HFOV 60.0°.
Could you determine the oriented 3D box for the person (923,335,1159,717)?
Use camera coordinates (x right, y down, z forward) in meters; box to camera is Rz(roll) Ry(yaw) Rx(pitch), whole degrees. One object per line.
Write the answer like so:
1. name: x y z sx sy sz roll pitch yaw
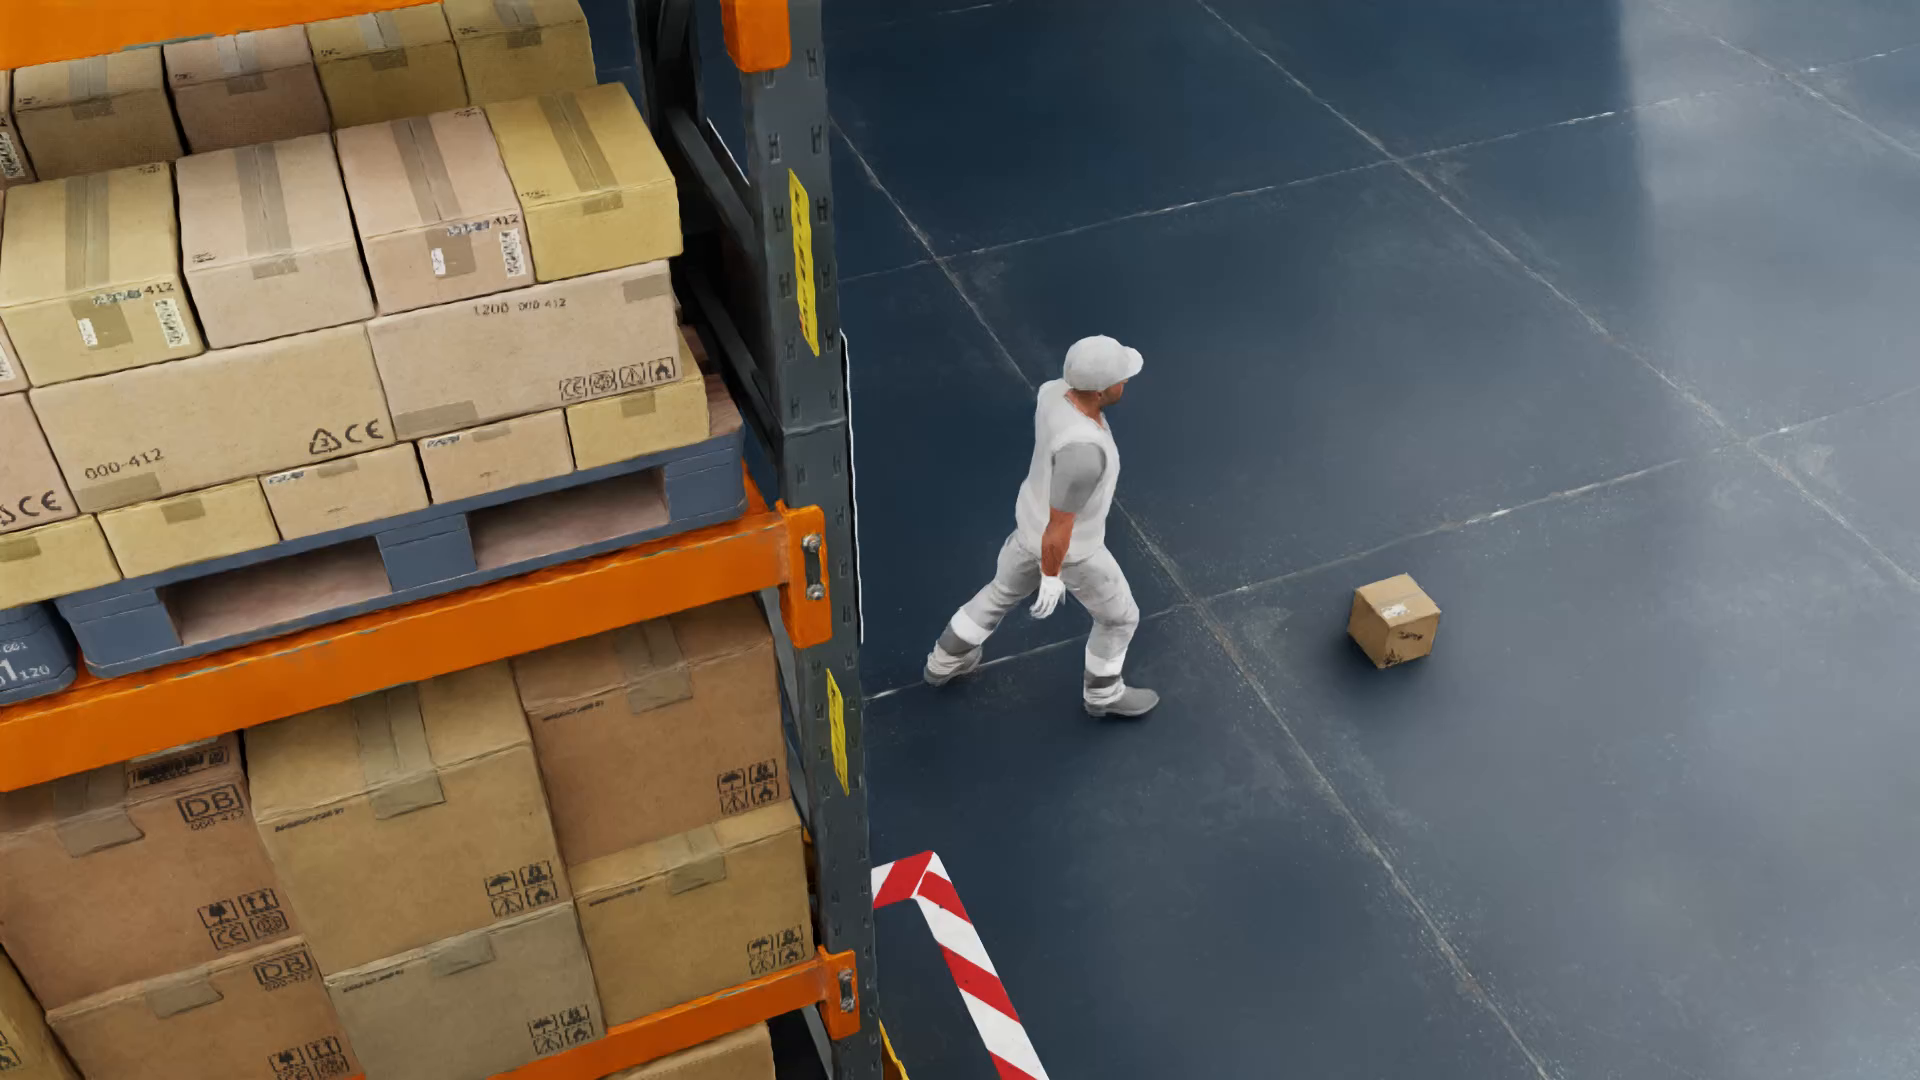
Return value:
1. person: 0.321 -0.024 6.193 0.919 1.733 0.583 -8 42 -9
